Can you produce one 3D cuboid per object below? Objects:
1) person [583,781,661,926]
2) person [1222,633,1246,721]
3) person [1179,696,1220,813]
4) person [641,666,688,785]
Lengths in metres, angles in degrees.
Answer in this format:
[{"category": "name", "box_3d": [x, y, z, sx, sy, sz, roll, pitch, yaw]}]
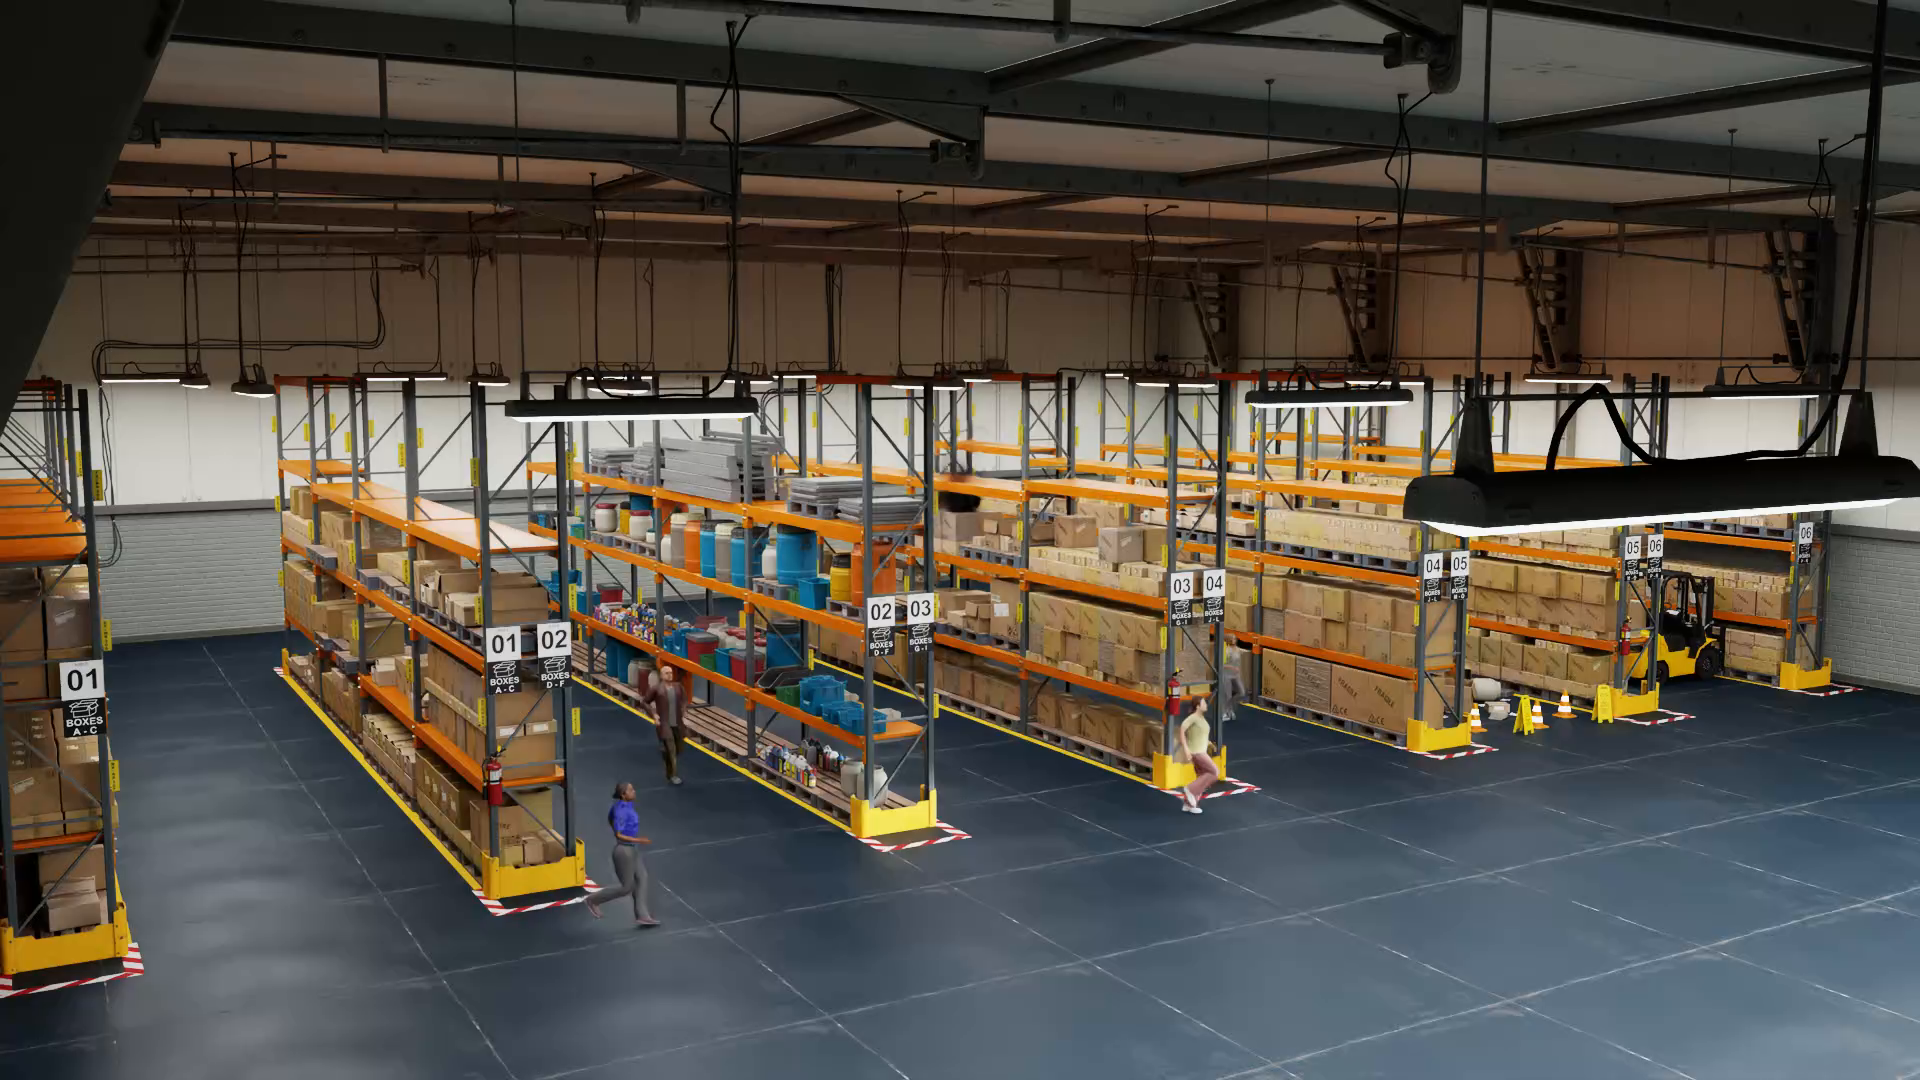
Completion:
[{"category": "person", "box_3d": [-3.771, 3.513, 18.543, 0.845, 1.649, 0.585, -1, 6, -6]}, {"category": "person", "box_3d": [4.719, 2.386, 28.876, 0.541, 1.568, 0.604, -5, 8, -37]}, {"category": "person", "box_3d": [3.396, 2.986, 23.286, 0.547, 1.599, 0.605, 3, 7, 22]}, {"category": "person", "box_3d": [-4.390, 2.709, 24.895, 0.716, 1.662, 0.799, -4, 8, -35]}]
